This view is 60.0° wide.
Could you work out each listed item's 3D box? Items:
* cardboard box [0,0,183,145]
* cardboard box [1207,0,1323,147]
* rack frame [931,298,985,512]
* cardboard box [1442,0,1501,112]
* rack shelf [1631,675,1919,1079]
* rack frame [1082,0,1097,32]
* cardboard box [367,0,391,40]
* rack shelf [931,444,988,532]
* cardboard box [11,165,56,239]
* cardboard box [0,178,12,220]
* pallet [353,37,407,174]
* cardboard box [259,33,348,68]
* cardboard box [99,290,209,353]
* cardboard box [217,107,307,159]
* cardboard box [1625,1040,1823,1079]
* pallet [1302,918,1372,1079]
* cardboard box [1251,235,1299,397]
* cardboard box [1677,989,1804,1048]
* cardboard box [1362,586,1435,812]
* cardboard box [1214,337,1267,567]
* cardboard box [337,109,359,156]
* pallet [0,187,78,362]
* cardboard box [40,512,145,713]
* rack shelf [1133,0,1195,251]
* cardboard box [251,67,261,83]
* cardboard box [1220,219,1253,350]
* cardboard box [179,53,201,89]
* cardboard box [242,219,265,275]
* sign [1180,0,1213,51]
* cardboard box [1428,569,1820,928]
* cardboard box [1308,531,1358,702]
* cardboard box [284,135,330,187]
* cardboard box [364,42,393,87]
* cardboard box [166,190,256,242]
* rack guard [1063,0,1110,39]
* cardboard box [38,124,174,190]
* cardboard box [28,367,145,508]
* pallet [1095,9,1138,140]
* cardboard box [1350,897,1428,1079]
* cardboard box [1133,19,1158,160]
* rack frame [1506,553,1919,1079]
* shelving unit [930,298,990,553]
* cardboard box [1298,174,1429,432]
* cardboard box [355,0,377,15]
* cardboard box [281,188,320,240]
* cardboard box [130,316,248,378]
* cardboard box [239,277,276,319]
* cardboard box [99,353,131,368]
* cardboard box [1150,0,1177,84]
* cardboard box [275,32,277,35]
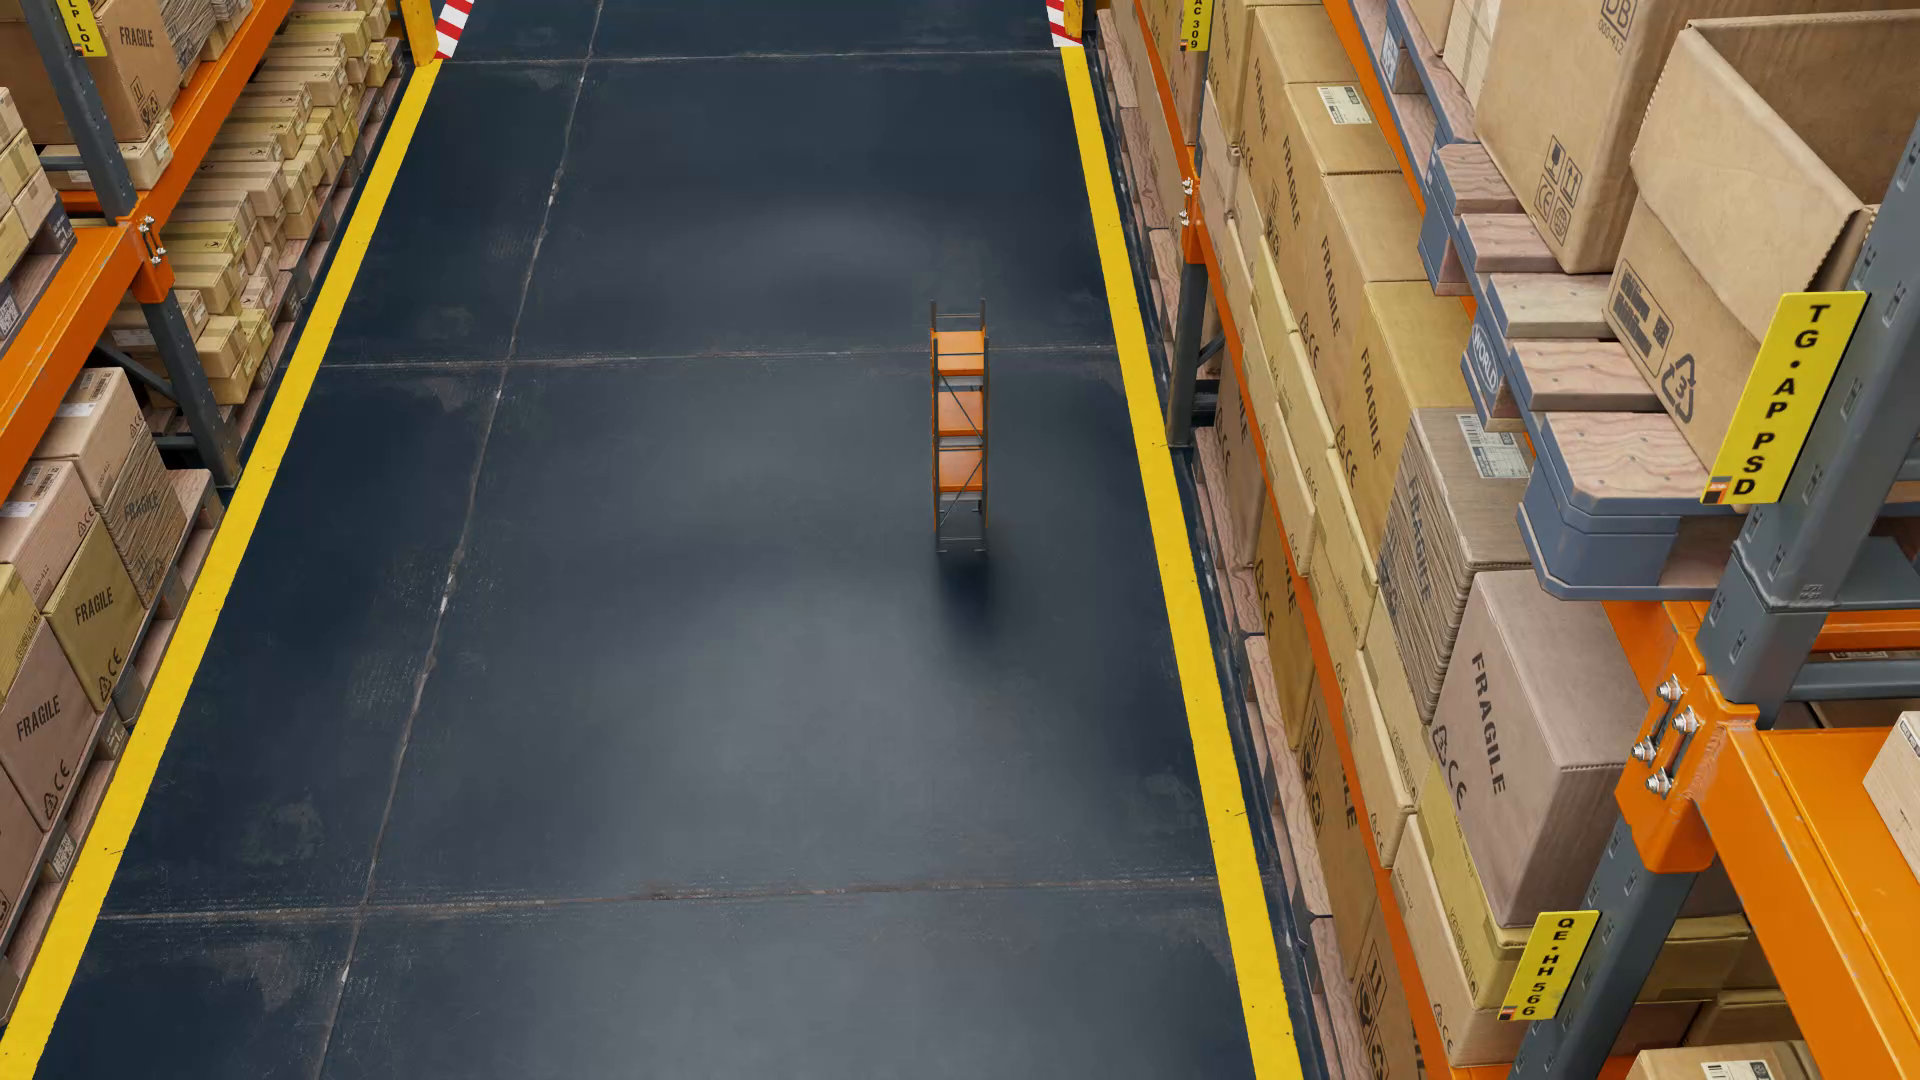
[{"bbox_3d":[-3.314,-1.832,6.234,0.500,0.500,0.500,-2,43,-3],"label":"cardboard box"},{"bbox_3d":[1.128,-1.654,5.521,0.500,0.500,0.500,-1,43,-1],"label":"cardboard box"},{"bbox_3d":[-0.007,-0.506,6.525,0.200,1.050,0.008,-2,43,-2],"label":"rack frame"},{"bbox_3d":[1.158,-0.984,3.173,0.396,0.266,0.258,-3,43,-3],"label":"cardboard box"},{"bbox_3d":[1.651,1.656,1.036,1.077,0.370,4.000,-2,43,-2],"label":"rack shelf"},{"bbox_3d":[1.226,-4.254,9.171,1.000,3.000,0.127,-2,43,-2],"label":"rack frame"},{"bbox_3d":[-3.407,-2.909,9.283,0.380,0.149,0.250,-3,43,-3],"label":"cardboard box"},{"bbox_3d":[-0.002,-0.210,6.630,0.215,0.259,0.240,-2,43,-2],"label":"rack shelf"},{"bbox_3d":[-3.330,-1.143,5.653,0.380,0.149,0.250,-3,43,-3],"label":"cardboard box"},{"bbox_3d":[-3.318,-1.075,5.358,0.380,0.149,0.250,-1,43,-2],"label":"cardboard box"},{"bbox_3d":[-3.712,-2.415,9.229,1.003,0.211,1.213,-2,43,-2],"label":"pallet"},{"bbox_3d":[-3.400,-2.498,8.614,0.380,0.149,0.250,-3,43,-4],"label":"cardboard box"},{"bbox_3d":[-3.353,-0.905,6.877,0.380,0.149,0.250,0,43,0],"label":"cardboard box"},{"bbox_3d":[-3.393,-1.961,8.028,0.380,0.149,0.250,-1,43,-2],"label":"cardboard box"},{"bbox_3d":[1.354,1.156,2.664,0.500,0.500,0.500,-3,43,-3],"label":"cardboard box"},{"bbox_3d":[1.608,1.640,4.805,1.003,0.211,1.213,-2,43,-2],"label":"pallet"},{"bbox_3d":[1.178,-0.685,5.019,0.500,0.250,0.500,-1,43,-1],"label":"cardboard box"},{"bbox_3d":[1.797,0.864,3.698,0.500,0.250,0.500,-2,43,-3],"label":"cardboard box"},{"bbox_3d":[1.266,0.352,3.887,0.500,0.250,0.500,-3,43,-3],"label":"cardboard box"},{"bbox_3d":[1.503,-0.509,6.347,0.875,0.875,0.875,0,43,0],"label":"cardboard box"},{"bbox_3d":[-3.350,-2.110,8.631,0.380,0.149,0.250,-3,43,-4],"label":"cardboard box"},{"bbox_3d":[-3.658,-0.753,5.493,1.003,0.211,1.213,-2,43,-2],"label":"pallet"},{"bbox_3d":[-3.240,0.262,5.784,0.500,0.500,0.500,-3,43,-3],"label":"cardboard box"},{"bbox_3d":[1.311,-2.639,7.941,1.077,0.370,4.000,-2,43,-2],"label":"rack shelf"},{"bbox_3d":[-3.475,-2.374,8.699,0.380,0.149,0.250,-2,43,-2],"label":"cardboard box"},{"bbox_3d":[1.175,-0.845,5.563,0.500,0.250,0.500,-3,43,-3],"label":"cardboard box"},{"bbox_3d":[-3.385,-1.986,6.883,0.380,0.149,0.250,-3,43,-4],"label":"cardboard box"},{"bbox_3d":[-3.396,-1.325,7.555,0.380,0.149,0.250,-4,43,-4],"label":"cardboard box"},{"bbox_3d":[0.842,-1.885,5.888,0.100,0.325,0.005,-2,43,-2],"label":"sign"},{"bbox_3d":[1.283,0.399,3.280,0.500,0.500,0.500,-3,43,-3],"label":"cardboard box"},{"bbox_3d":[1.243,0.183,4.441,0.500,0.250,0.500,-2,43,-2],"label":"cardboard box"},{"bbox_3d":[-3.317,-1.851,8.128,0.380,0.149,0.250,-1,43,-1],"label":"cardboard box"},{"bbox_3d":[-3.372,-2.628,9.196,0.380,0.149,0.250,0,43,0],"label":"cardboard box"},{"bbox_3d":[-3.399,-1.438,7.457,0.380,0.149,0.250,-3,43,-3],"label":"cardboard box"},{"bbox_3d":[1.225,-3.349,10.034,1.175,0.500,0.348,-2,43,-2],"label":"rack guard"},{"bbox_3d":[-3.230,-1.452,6.300,0.380,0.149,0.250,0,43,0],"label":"cardboard box"},{"bbox_3d":[-3.261,-0.358,5.905,0.500,0.250,0.500,-3,43,-3],"label":"cardboard box"},{"bbox_3d":[1.339,-2.689,9.527,1.003,0.211,1.213,-2,43,-2],"label":"pallet"},{"bbox_3d":[1.620,1.306,4.367,0.875,0.875,0.875,-2,43,-2],"label":"cardboard box"},{"bbox_3d":[1.402,-2.404,8.738,0.875,0.438,0.875,-1,43,-1],"label":"cardboard box"},{"bbox_3d":[1.566,1.146,3.279,1.000,3.000,0.127,-2,43,-2],"label":"rack frame"},{"bbox_3d":[-0.002,-0.423,6.435,0.215,1.050,0.252,-2,43,-2],"label":"shelving unit"},{"bbox_3d":[1.224,-0.624,4.397,0.500,0.500,0.500,-2,43,-2],"label":"cardboard box"},{"bbox_3d":[-3.439,-3.017,9.180,0.380,0.149,0.250,-1,43,-1],"label":"cardboard box"},{"bbox_3d":[-3.335,-1.577,8.050,0.380,0.149,0.250,-3,43,-3],"label":"cardboard box"},{"bbox_3d":[-3.241,-0.811,6.994,0.380,0.149,0.250,0,43,0],"label":"cardboard box"},{"bbox_3d":[-3.313,-1.049,7.473,0.380,0.149,0.250,-2,43,-2],"label":"cardboard box"},{"bbox_3d":[-3.829,-0.880,7.289,0.380,0.149,0.250,-1,43,-1],"label":"cardboard box"},{"bbox_3d":[1.094,-2.244,6.904,0.500,0.500,0.500,-3,43,-3],"label":"cardboard box"},{"bbox_3d":[-3.949,-2.896,9.269,0.380,0.149,0.250,0,43,0],"label":"cardboard box"}]
